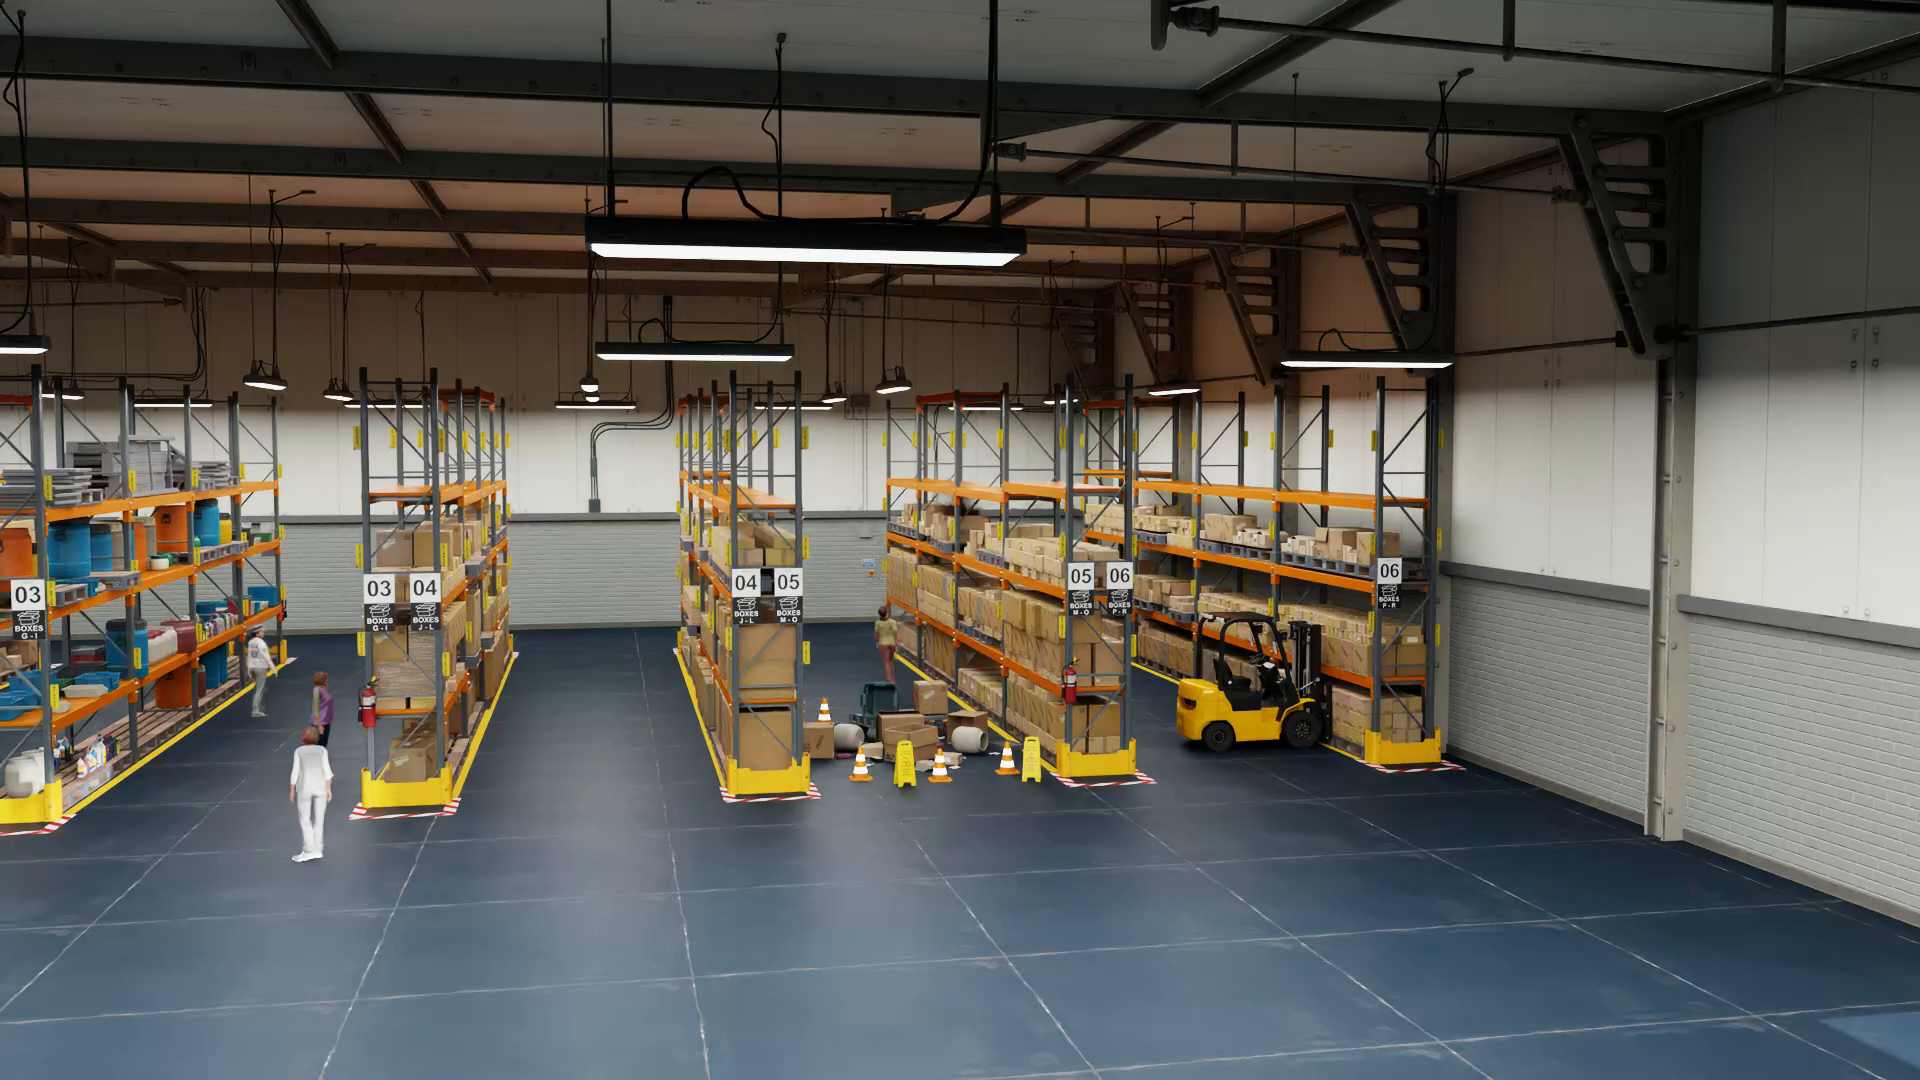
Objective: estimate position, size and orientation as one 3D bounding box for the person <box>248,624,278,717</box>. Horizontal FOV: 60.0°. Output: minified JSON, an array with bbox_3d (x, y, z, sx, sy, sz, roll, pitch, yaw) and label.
[{"bbox_3d":[-12.665,2.376,30.089,0.624,1.728,0.479,2,4,31],"label":"person"}]

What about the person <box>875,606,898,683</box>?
[{"bbox_3d":[-1.461,2.106,32.573,0.449,1.667,0.676,-2,4,-24],"label":"person"}]

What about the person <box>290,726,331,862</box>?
[{"bbox_3d":[-7.755,3.029,19.868,0.460,1.598,0.352,-2,4,-24],"label":"person"}]

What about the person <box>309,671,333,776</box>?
[{"bbox_3d":[-9.482,2.734,24.684,0.352,1.604,0.465,0,3,6],"label":"person"}]
